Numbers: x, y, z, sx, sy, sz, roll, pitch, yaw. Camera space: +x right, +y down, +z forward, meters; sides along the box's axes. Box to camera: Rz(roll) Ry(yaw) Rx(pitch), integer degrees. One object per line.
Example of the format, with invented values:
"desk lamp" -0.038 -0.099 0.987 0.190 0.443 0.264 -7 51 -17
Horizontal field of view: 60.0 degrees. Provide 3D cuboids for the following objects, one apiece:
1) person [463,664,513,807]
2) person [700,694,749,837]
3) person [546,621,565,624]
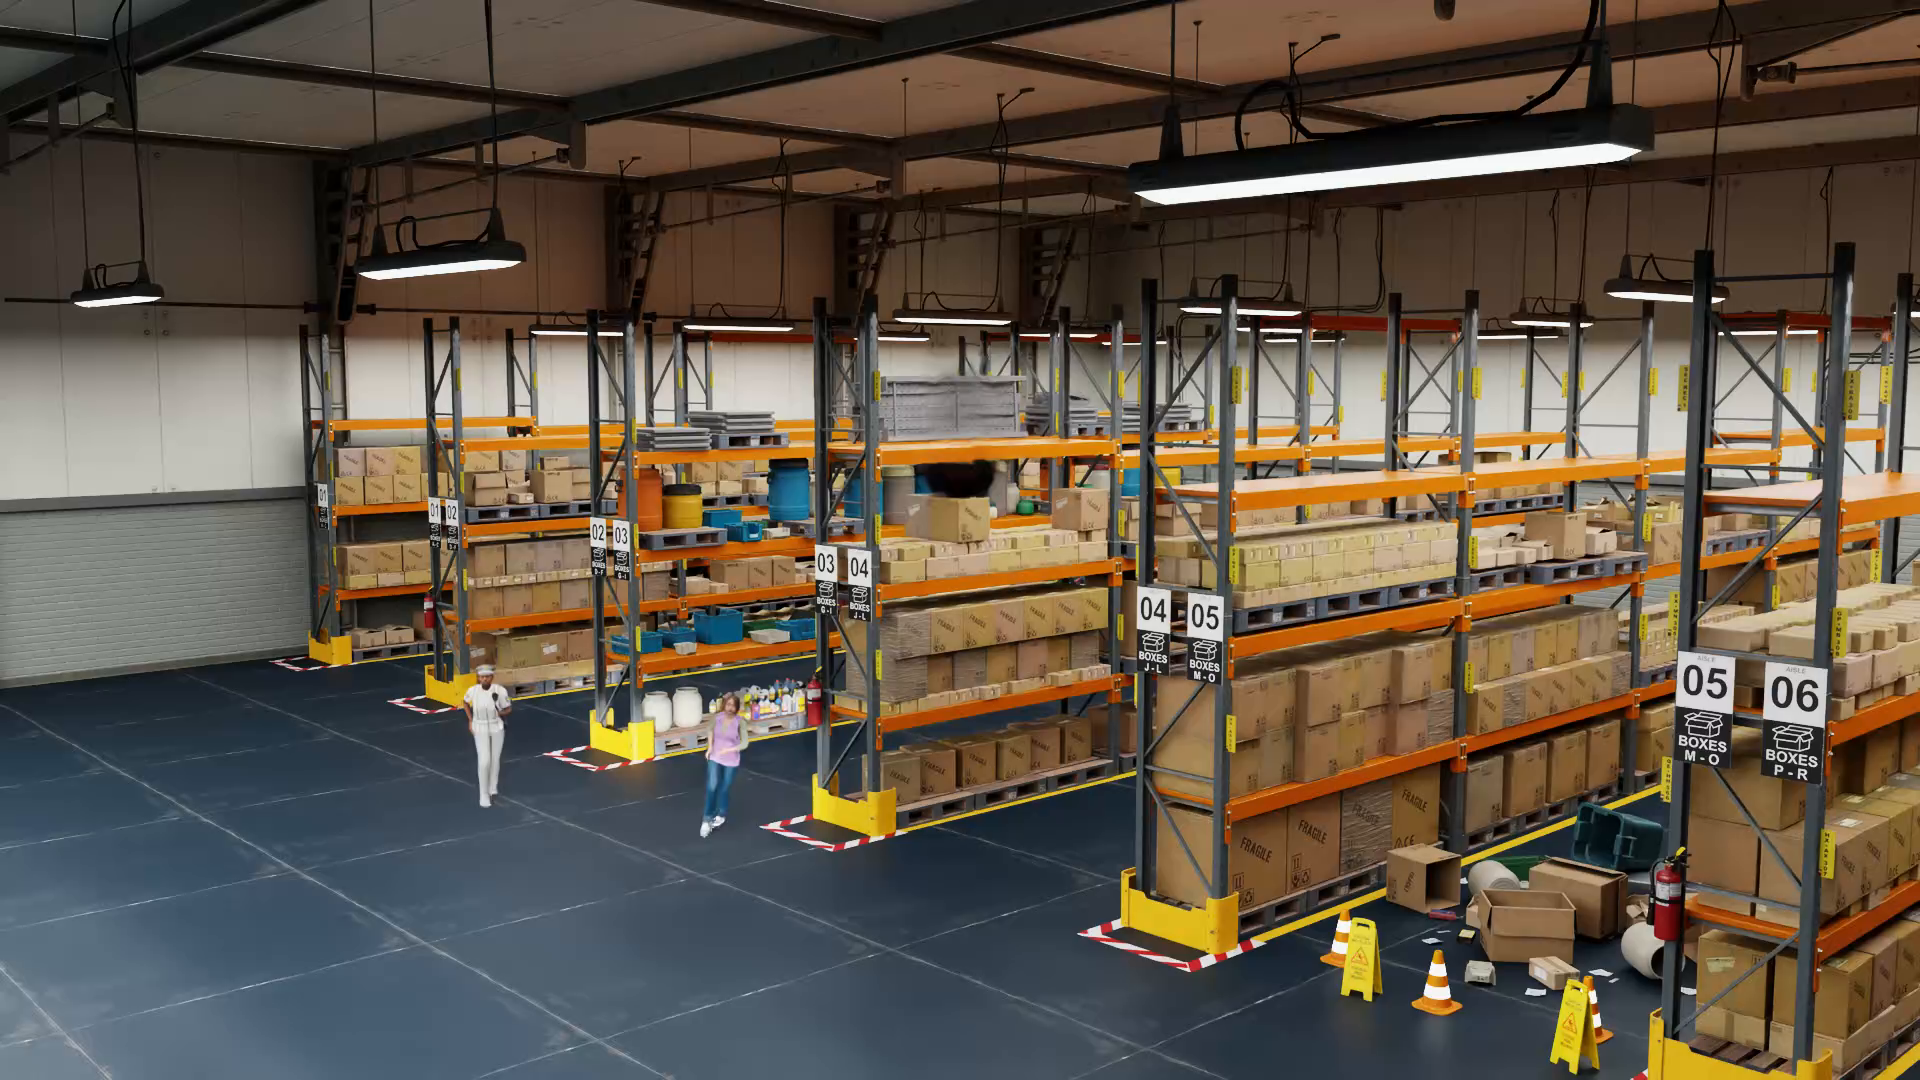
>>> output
"person" -5.653 2.331 19.940 0.575 1.747 0.774 -2 6 -17
"person" -2.628 2.521 18.625 0.554 1.588 0.627 0 6 3
"person" -7.054 1.321 29.042 0.697 1.726 1.136 6 8 44
